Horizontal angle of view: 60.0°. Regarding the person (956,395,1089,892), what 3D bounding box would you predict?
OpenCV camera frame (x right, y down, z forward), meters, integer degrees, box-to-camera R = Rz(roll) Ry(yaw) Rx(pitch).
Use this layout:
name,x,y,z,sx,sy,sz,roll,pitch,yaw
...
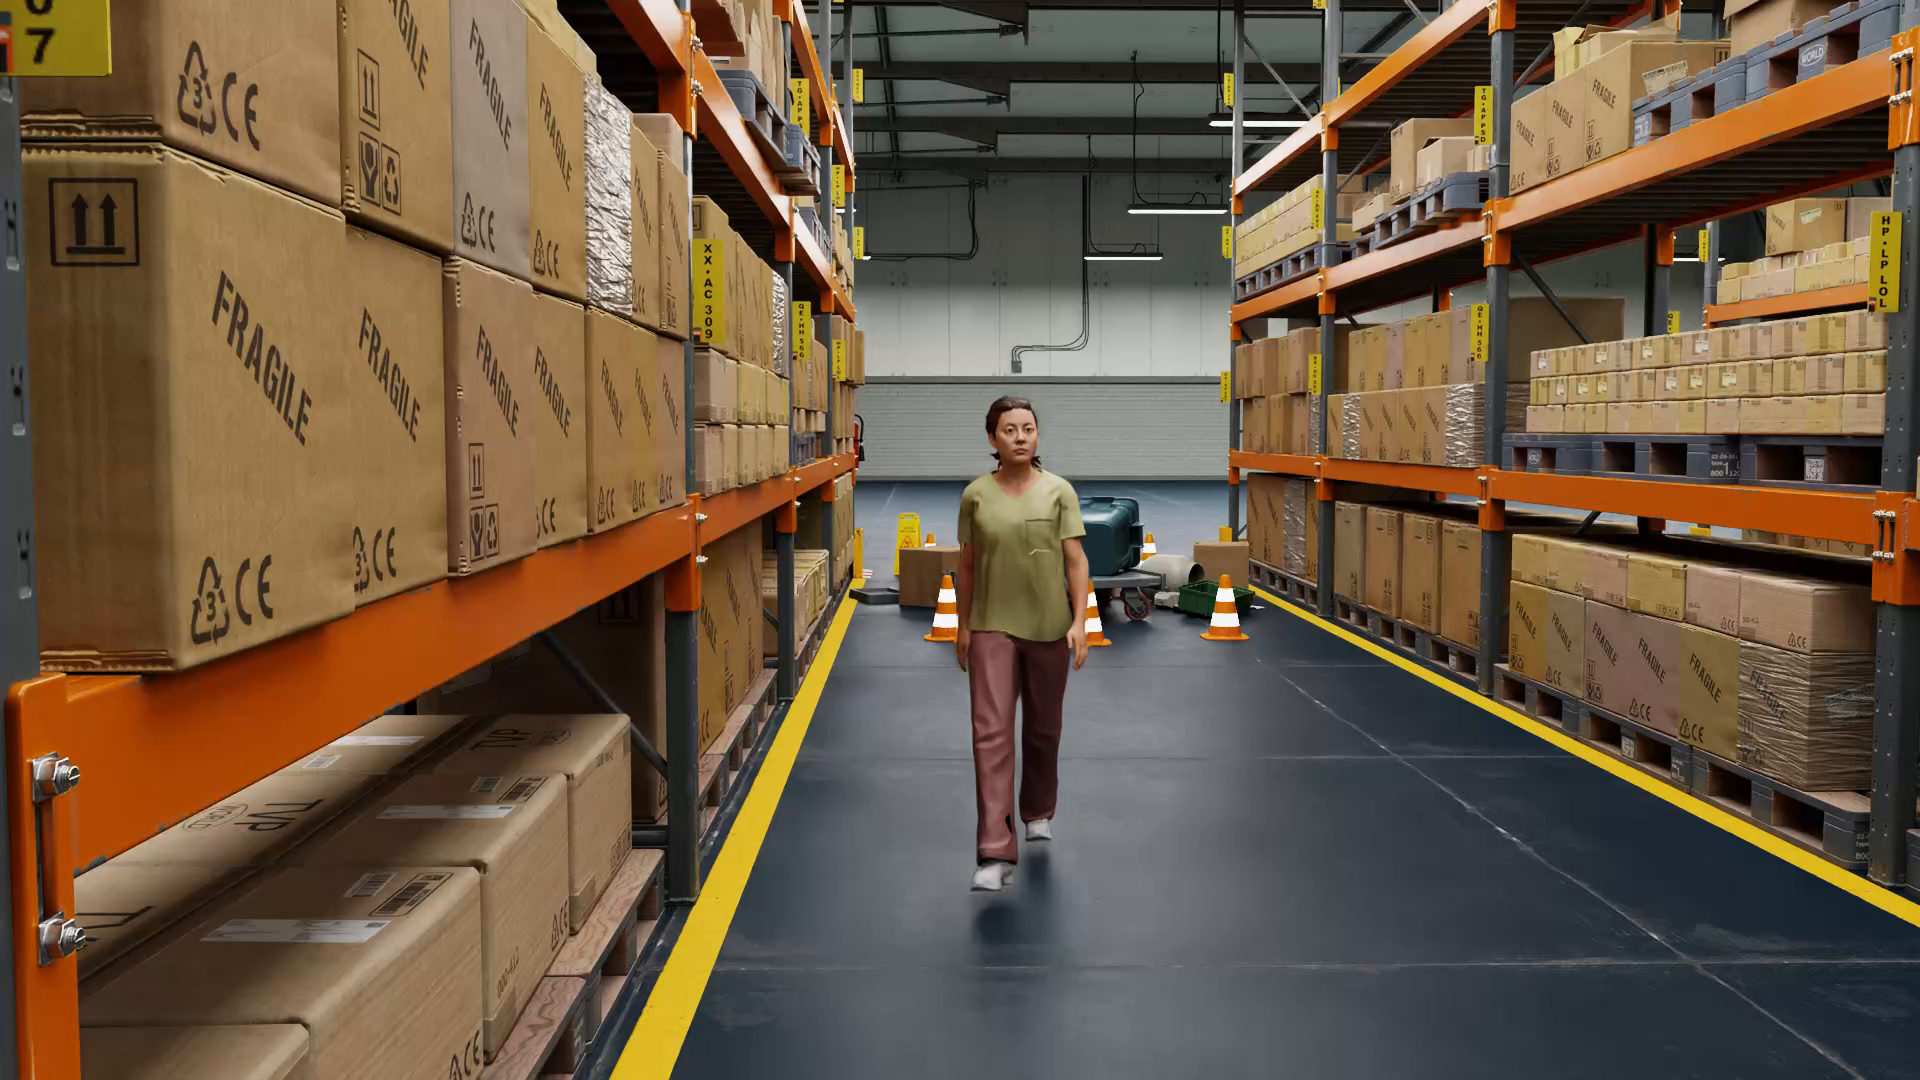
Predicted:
name,x,y,z,sx,sy,sz,roll,pitch,yaw
person,0.212,0.320,5.682,0.455,1.625,0.974,0,4,0
